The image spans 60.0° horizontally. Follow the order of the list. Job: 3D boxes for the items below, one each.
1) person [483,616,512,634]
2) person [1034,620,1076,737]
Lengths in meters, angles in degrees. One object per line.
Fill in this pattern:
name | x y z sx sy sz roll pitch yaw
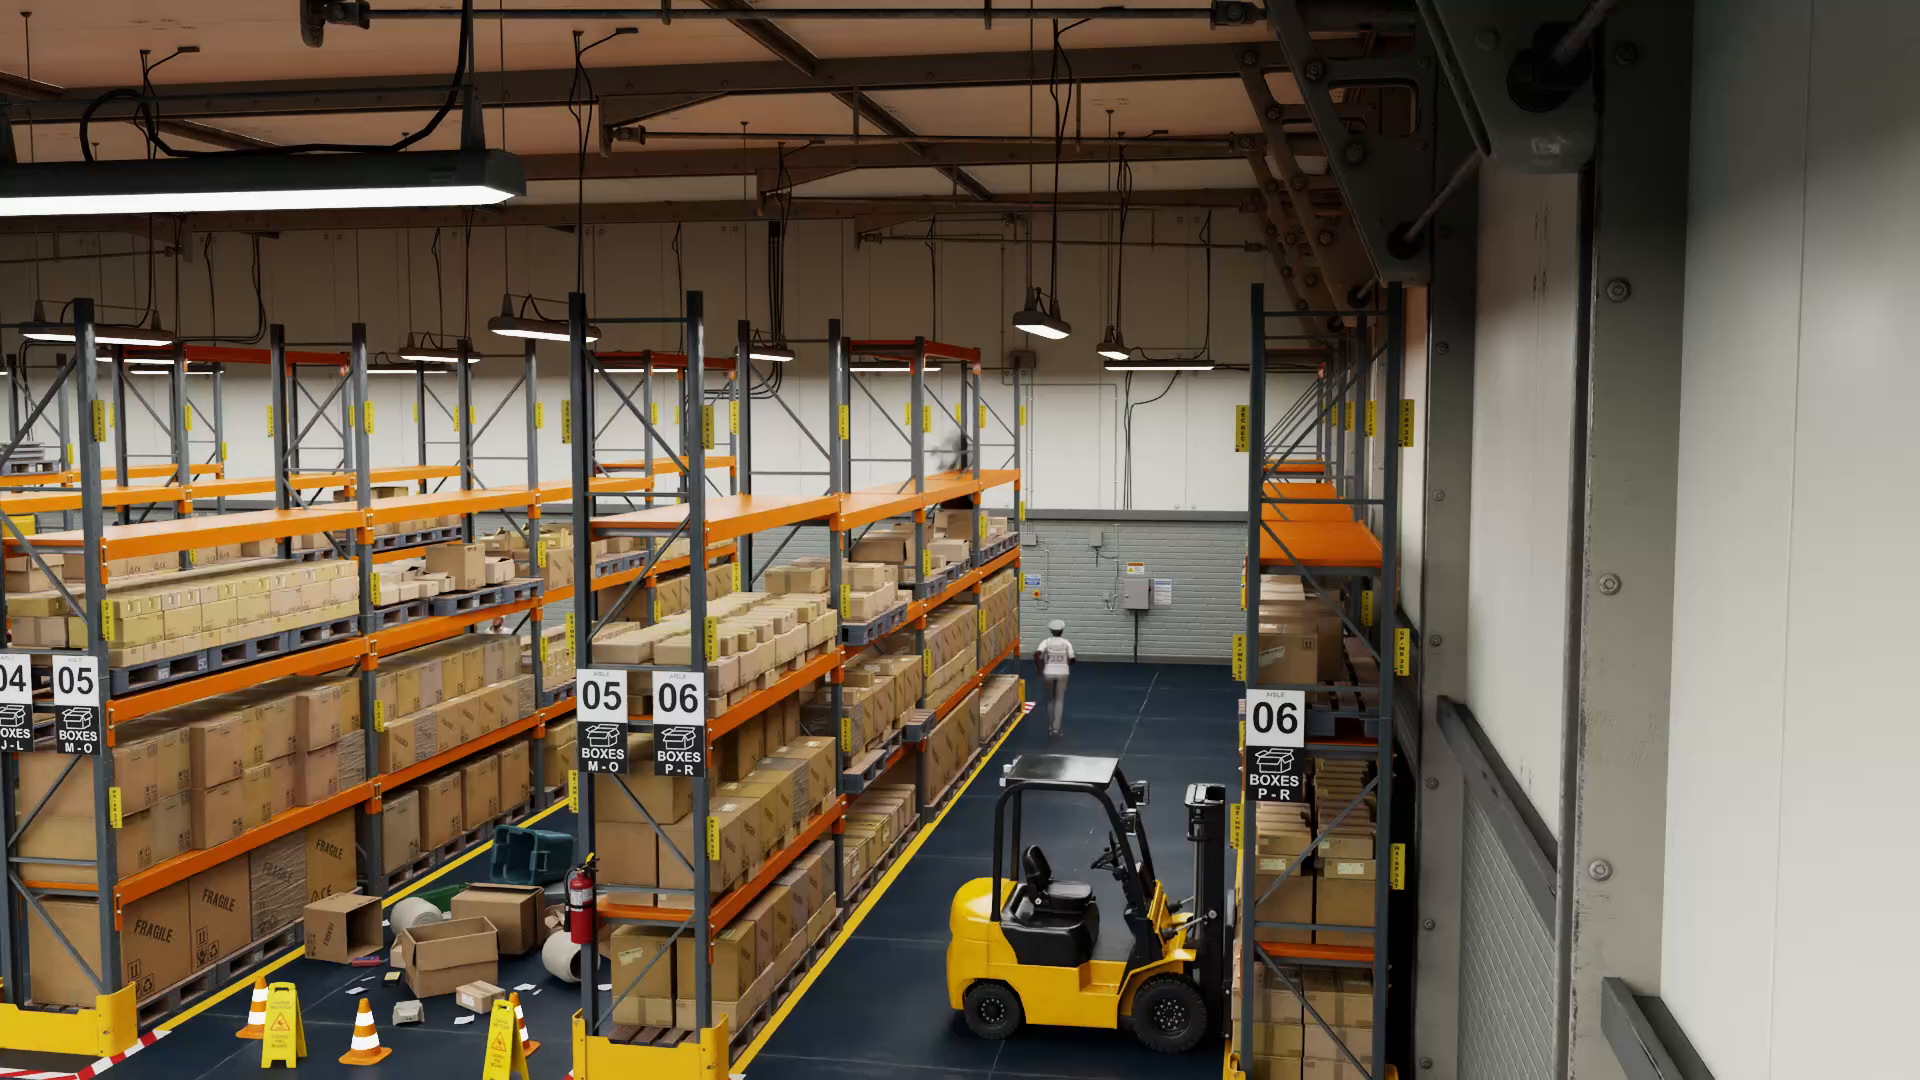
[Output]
person | -7.815 2.057 28.007 0.674 1.745 0.582 0 5 2
person | 1.412 2.079 24.540 0.585 1.802 0.742 1 5 12
